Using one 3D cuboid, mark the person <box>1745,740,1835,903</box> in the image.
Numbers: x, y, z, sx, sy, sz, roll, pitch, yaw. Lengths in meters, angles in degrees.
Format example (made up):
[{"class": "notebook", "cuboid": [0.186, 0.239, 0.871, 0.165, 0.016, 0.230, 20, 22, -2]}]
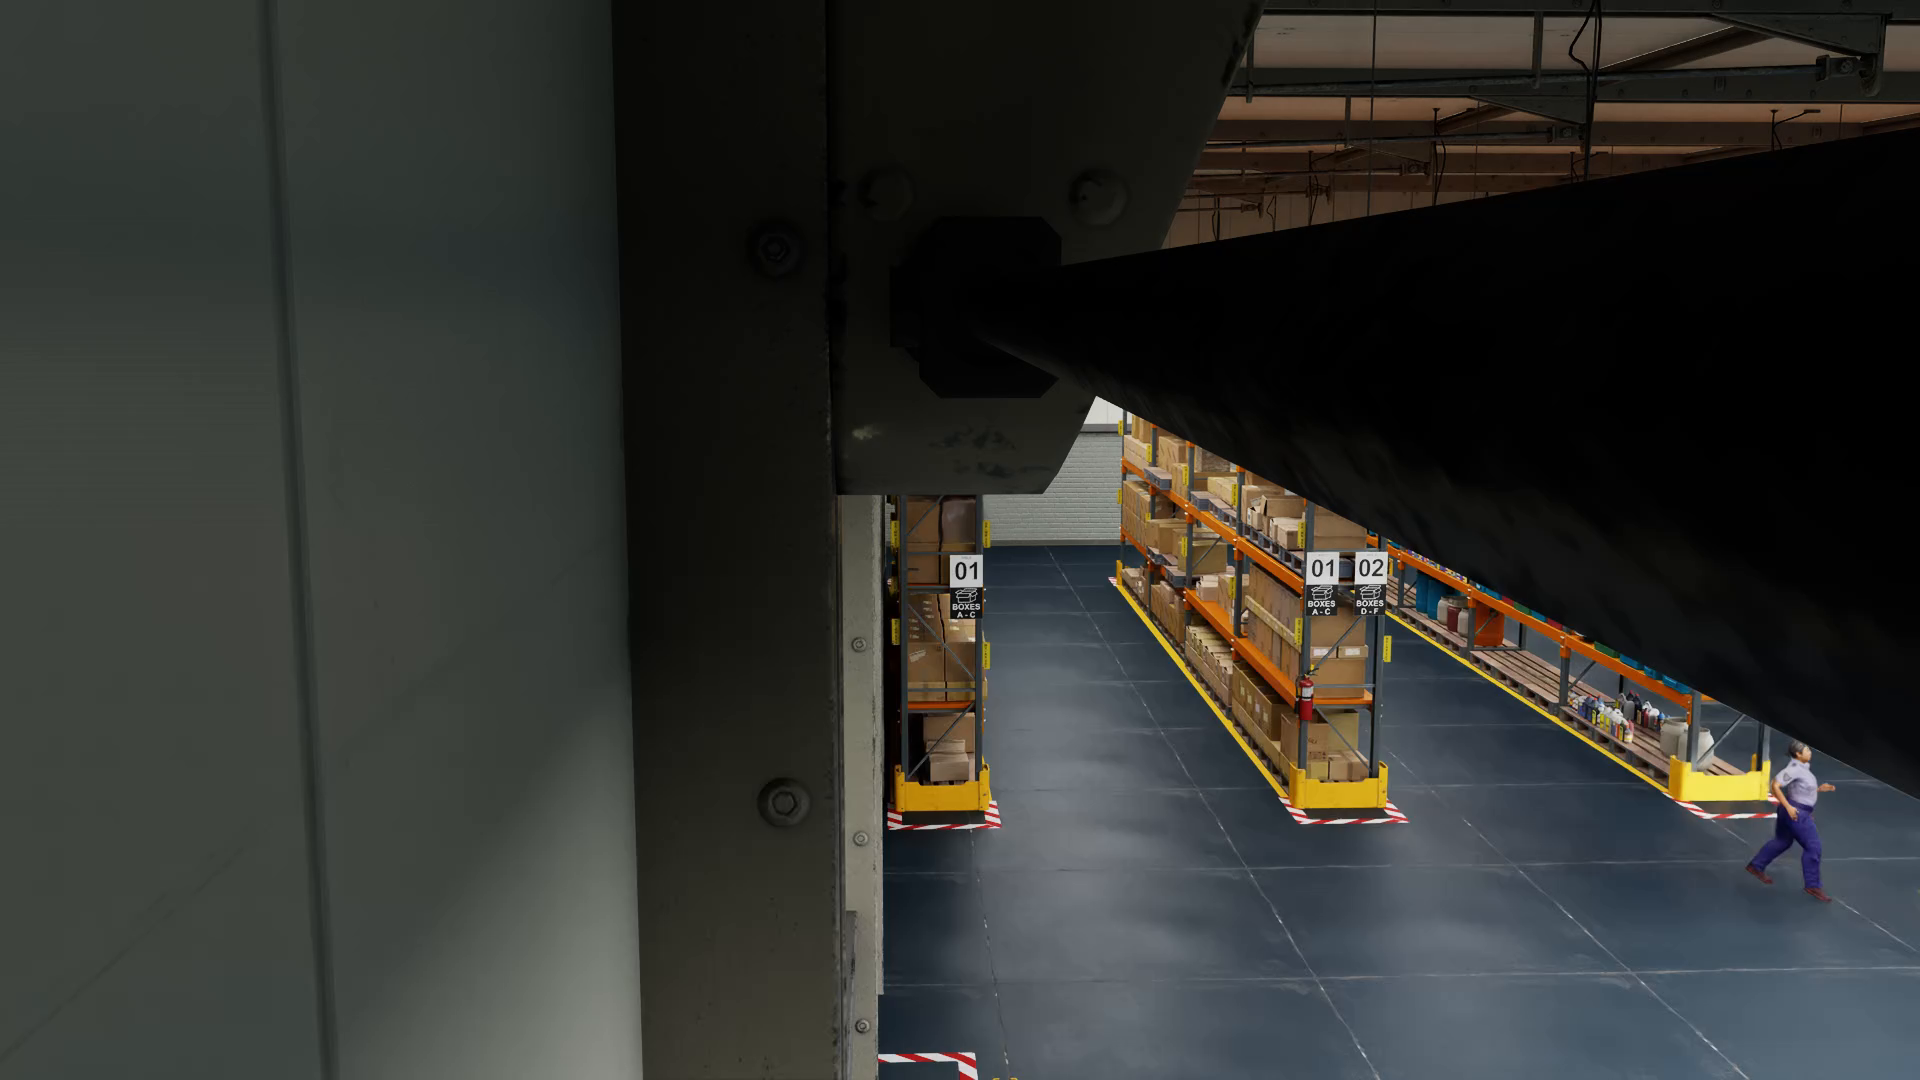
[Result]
[{"class": "person", "cuboid": [8.820, 2.934, 17.582, 0.820, 1.689, 0.588, 3, 9, 22]}]
